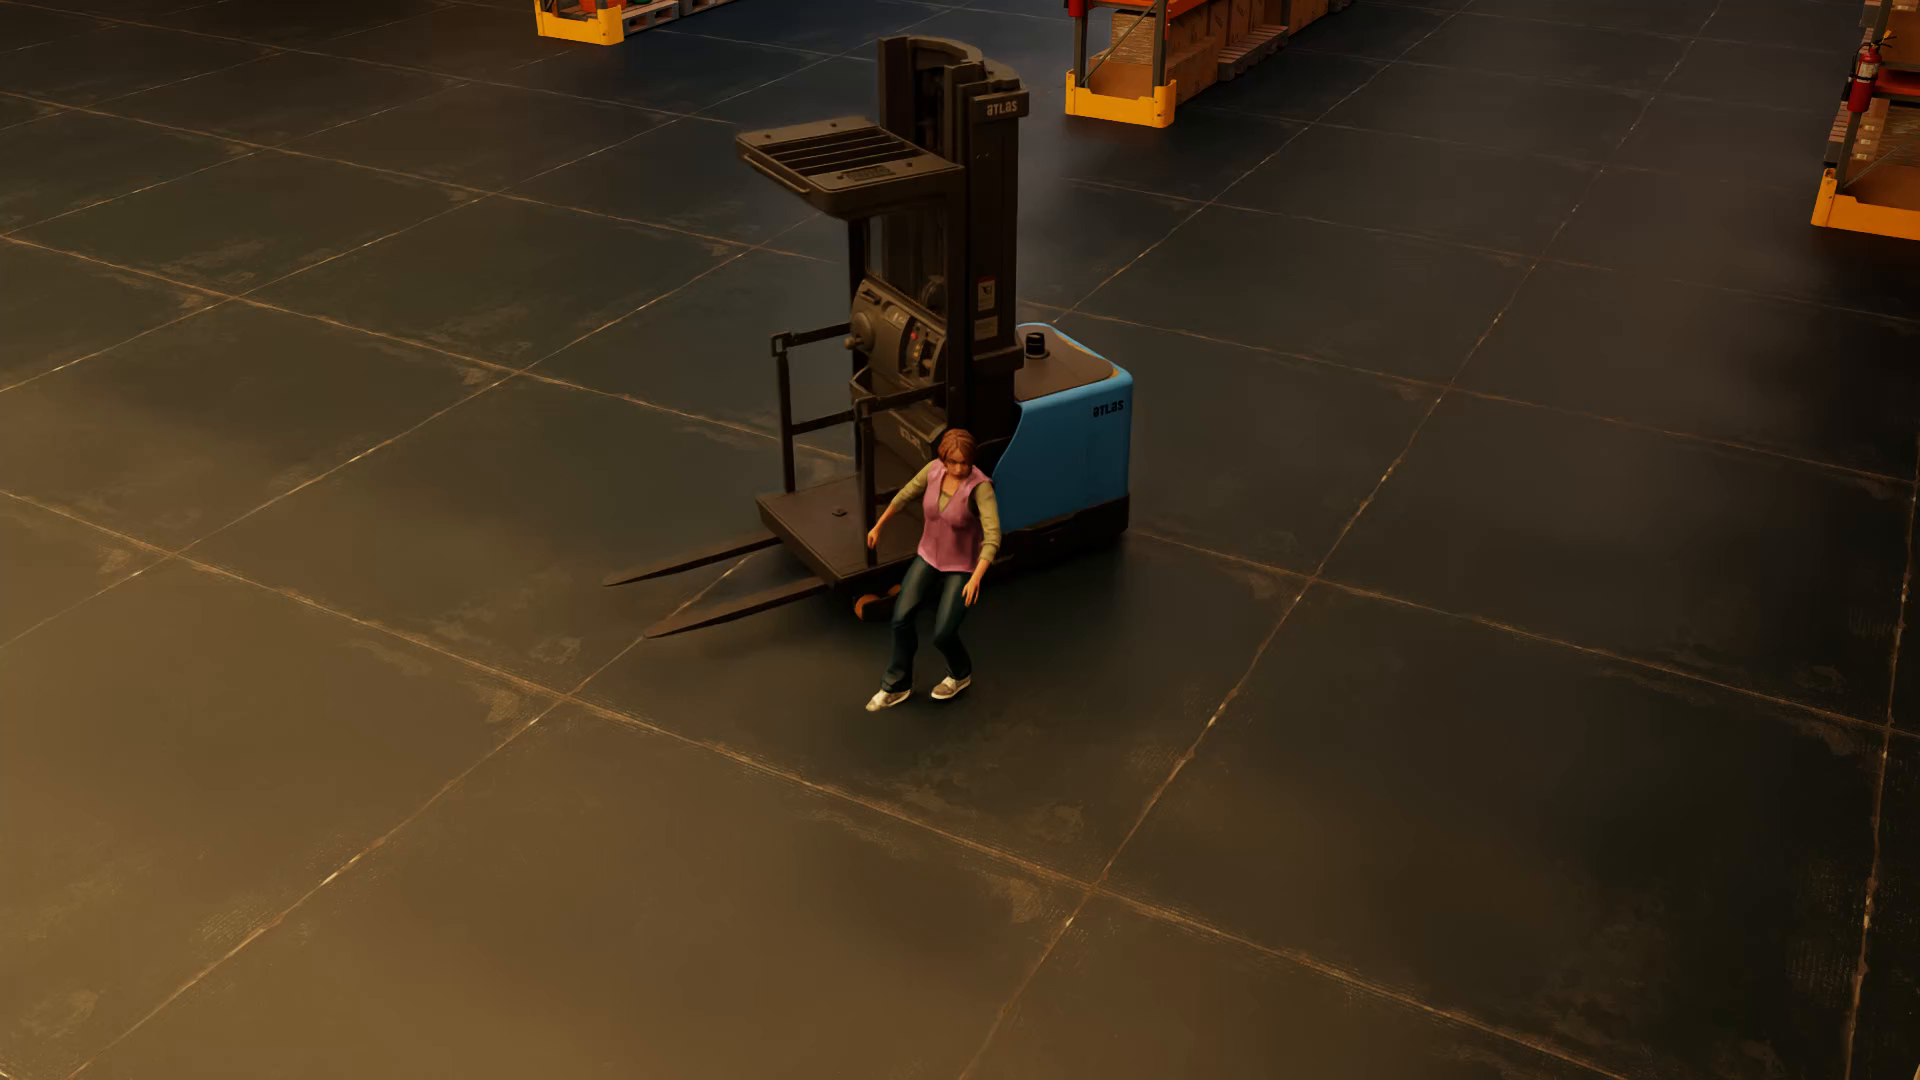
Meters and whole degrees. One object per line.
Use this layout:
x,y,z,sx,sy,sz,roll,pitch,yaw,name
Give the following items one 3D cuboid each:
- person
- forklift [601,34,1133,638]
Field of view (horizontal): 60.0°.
-0.157,0.169,8.286,0.808,1.529,0.615,15,33,25,person
-0.518,-1.105,8.985,3.031,2.935,1.130,-17,34,-27,forklift
